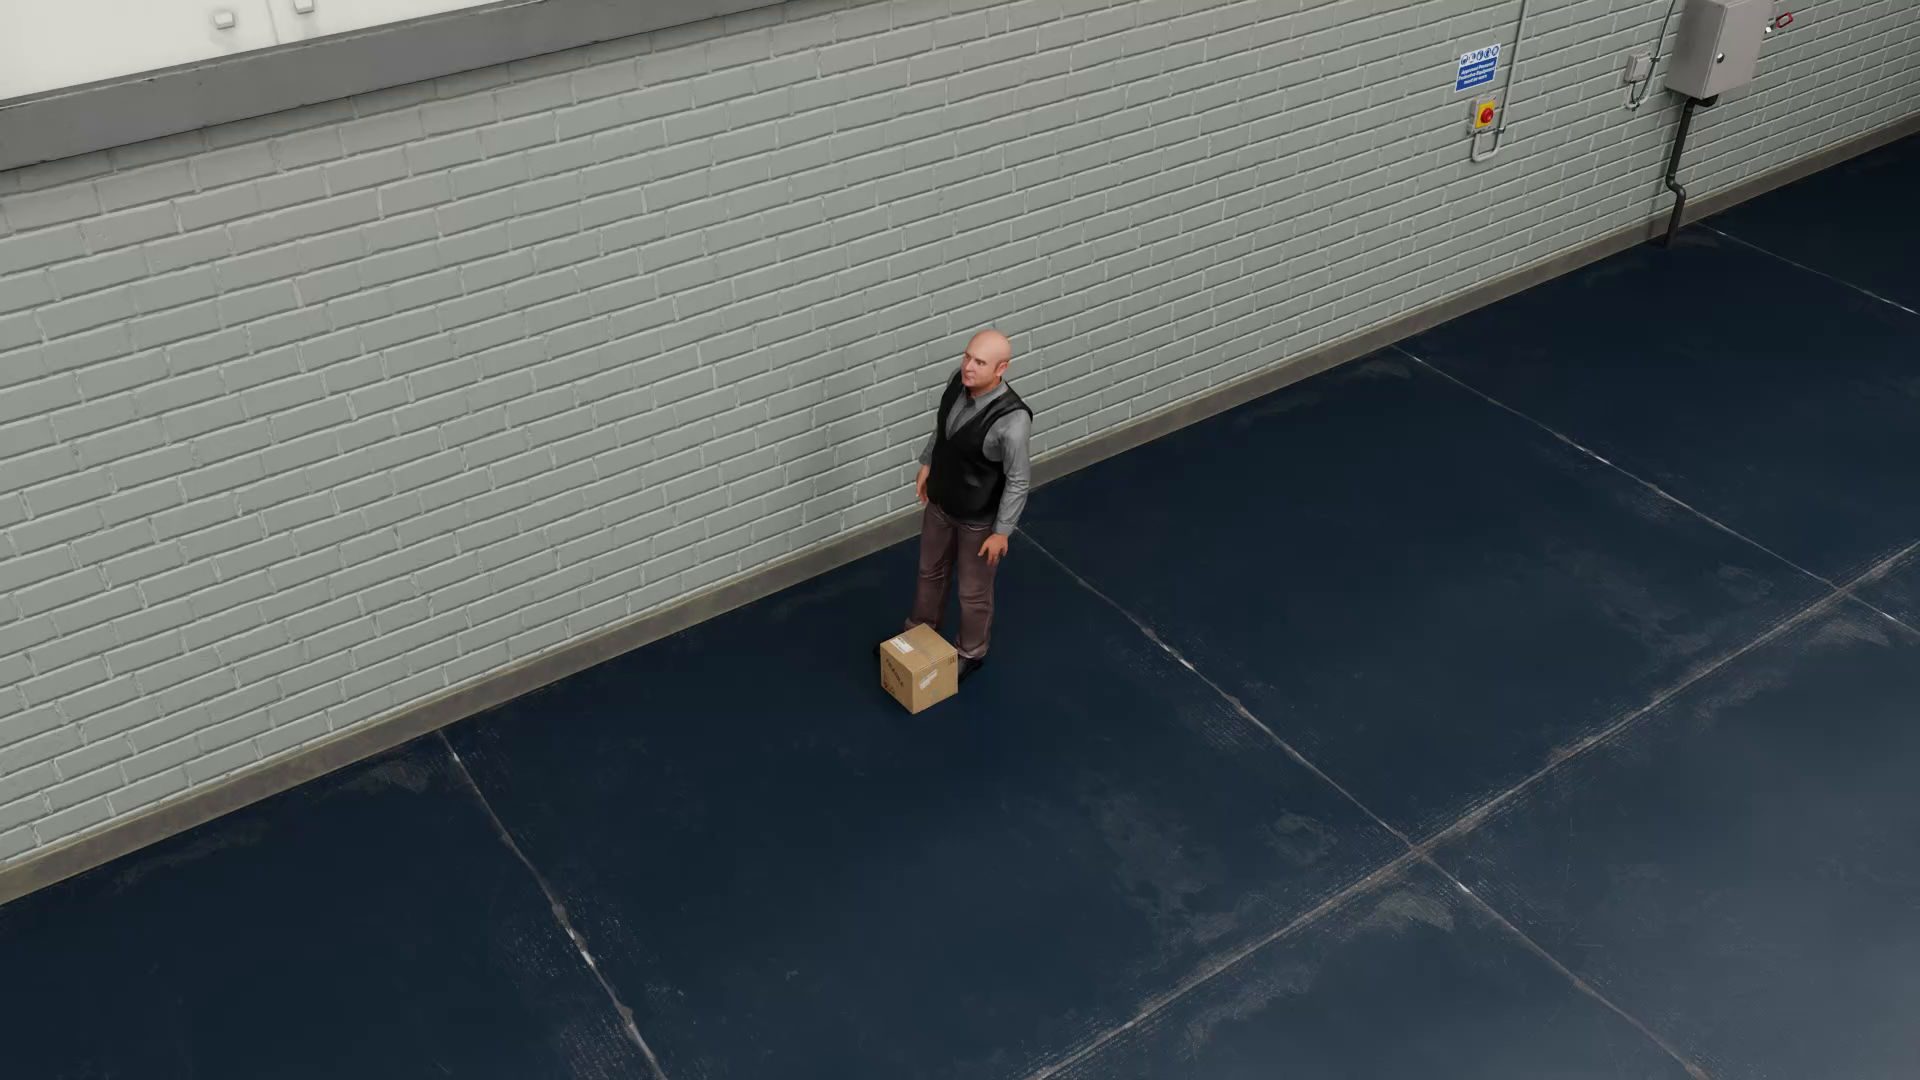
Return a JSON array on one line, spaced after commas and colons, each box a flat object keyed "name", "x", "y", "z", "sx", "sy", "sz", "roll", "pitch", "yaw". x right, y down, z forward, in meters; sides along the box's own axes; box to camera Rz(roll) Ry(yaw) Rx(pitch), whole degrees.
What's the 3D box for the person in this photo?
[{"name": "person", "x": -0.022, "y": -0.112, "z": 7.164, "sx": 0.550, "sy": 1.722, "sz": 0.633, "roll": -22, "pitch": 42, "yaw": -28}]
